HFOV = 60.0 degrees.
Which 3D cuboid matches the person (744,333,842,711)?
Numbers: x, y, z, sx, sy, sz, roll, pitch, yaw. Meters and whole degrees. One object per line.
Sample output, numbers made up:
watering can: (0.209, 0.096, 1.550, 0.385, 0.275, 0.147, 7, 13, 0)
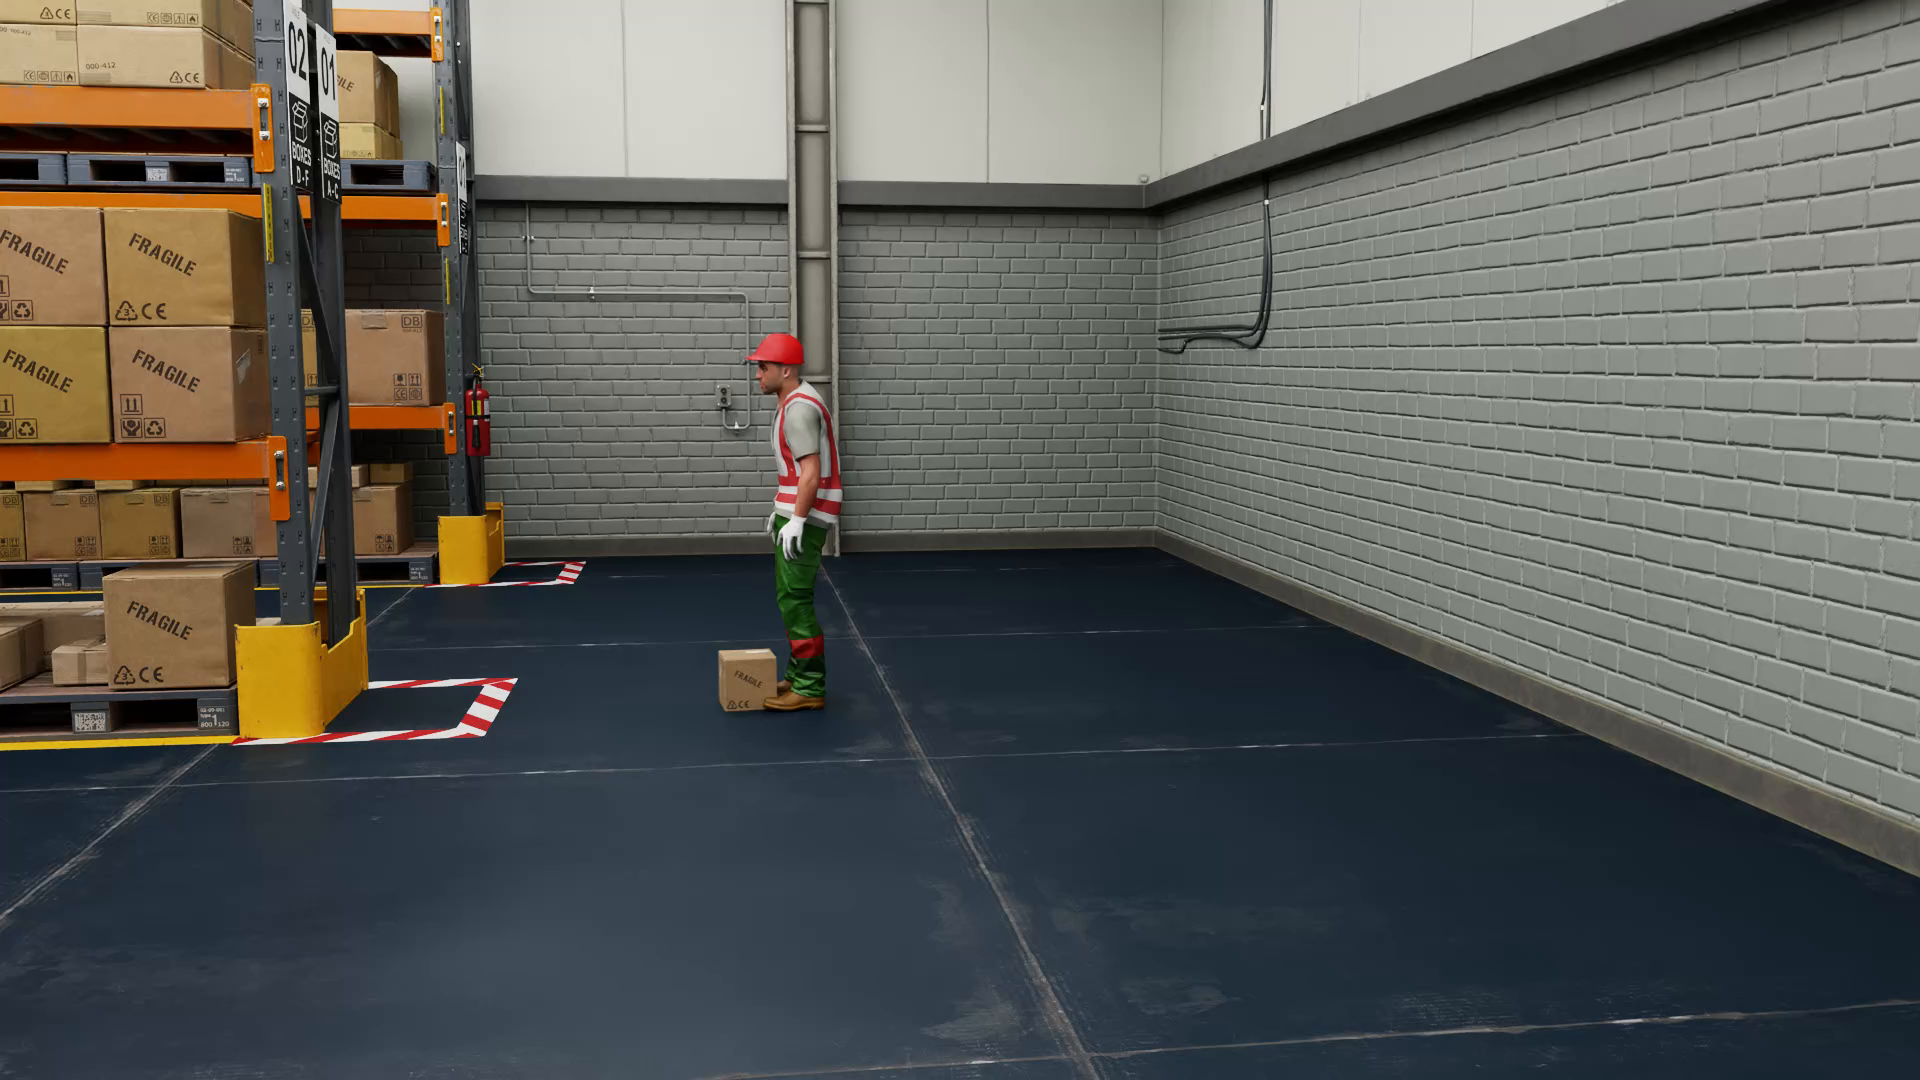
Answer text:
person: (-0.793, -0.089, 7.927, 0.447, 1.780, 0.623, -1, 7, -11)
